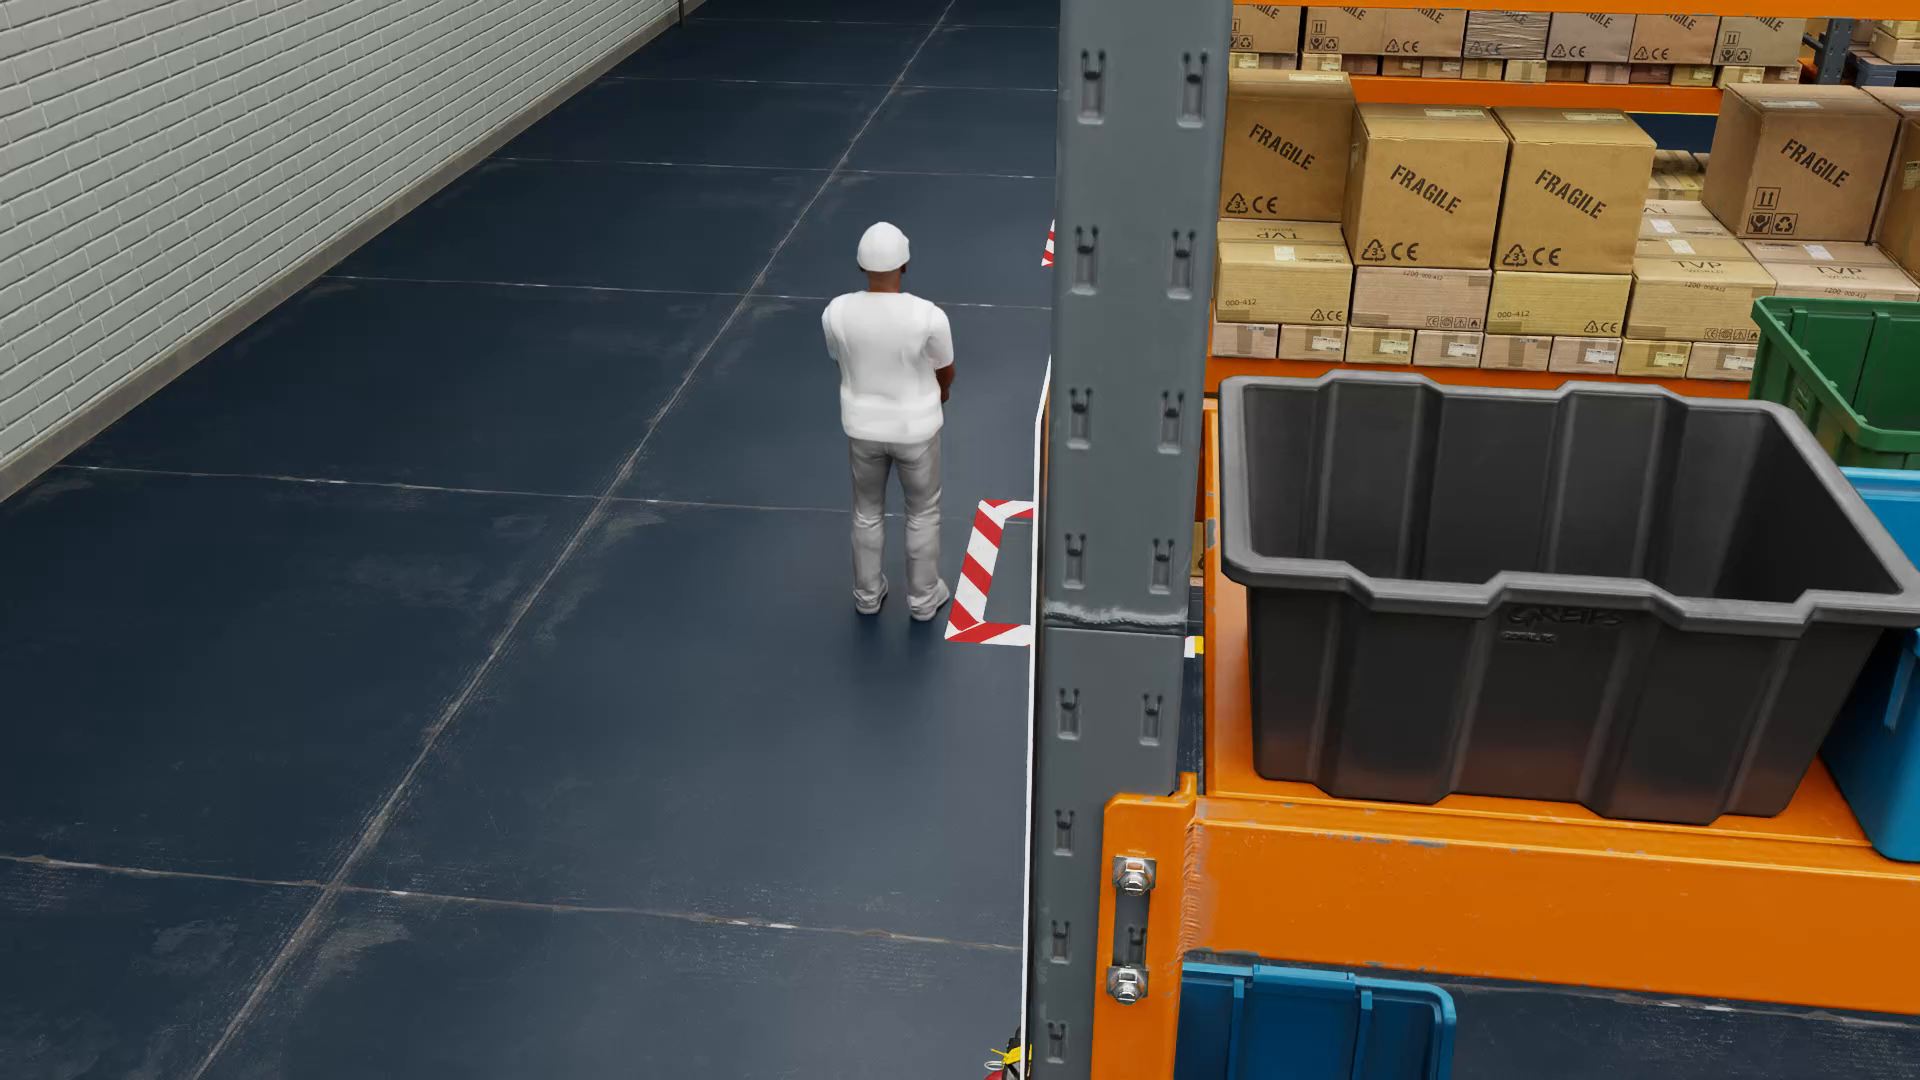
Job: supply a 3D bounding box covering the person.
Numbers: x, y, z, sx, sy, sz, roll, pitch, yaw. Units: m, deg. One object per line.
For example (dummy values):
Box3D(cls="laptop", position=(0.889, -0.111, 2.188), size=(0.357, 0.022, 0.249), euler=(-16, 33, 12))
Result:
Box3D(cls="person", position=(-0.268, -0.522, 7.070), size=(0.528, 1.769, 0.567), euler=(6, 29, 11))
